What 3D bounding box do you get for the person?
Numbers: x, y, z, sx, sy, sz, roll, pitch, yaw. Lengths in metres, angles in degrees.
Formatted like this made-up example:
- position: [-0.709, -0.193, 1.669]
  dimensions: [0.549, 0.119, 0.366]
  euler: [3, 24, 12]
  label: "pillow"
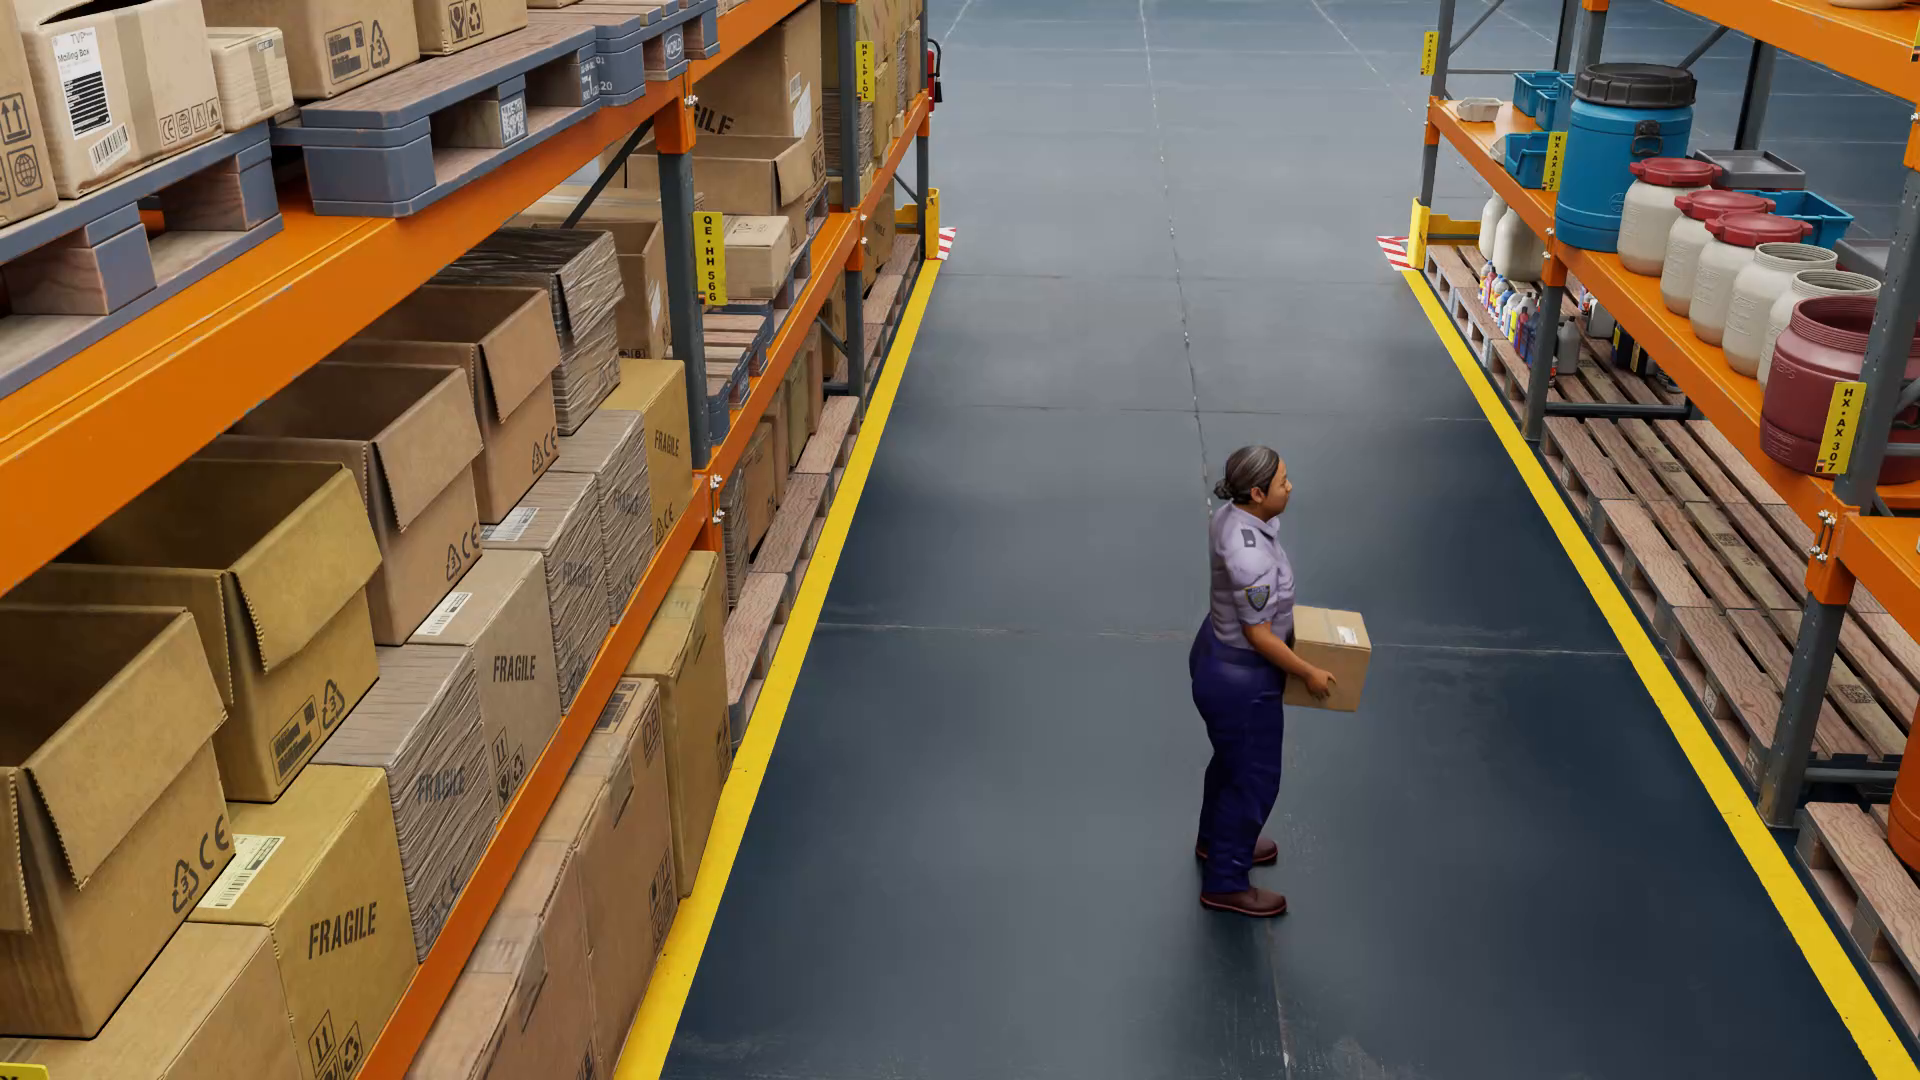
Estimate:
- position: [1.017, 0.456, 5.619]
  dimensions: [0.476, 1.654, 0.487]
  euler: [2, 25, 4]
  label: "person"
